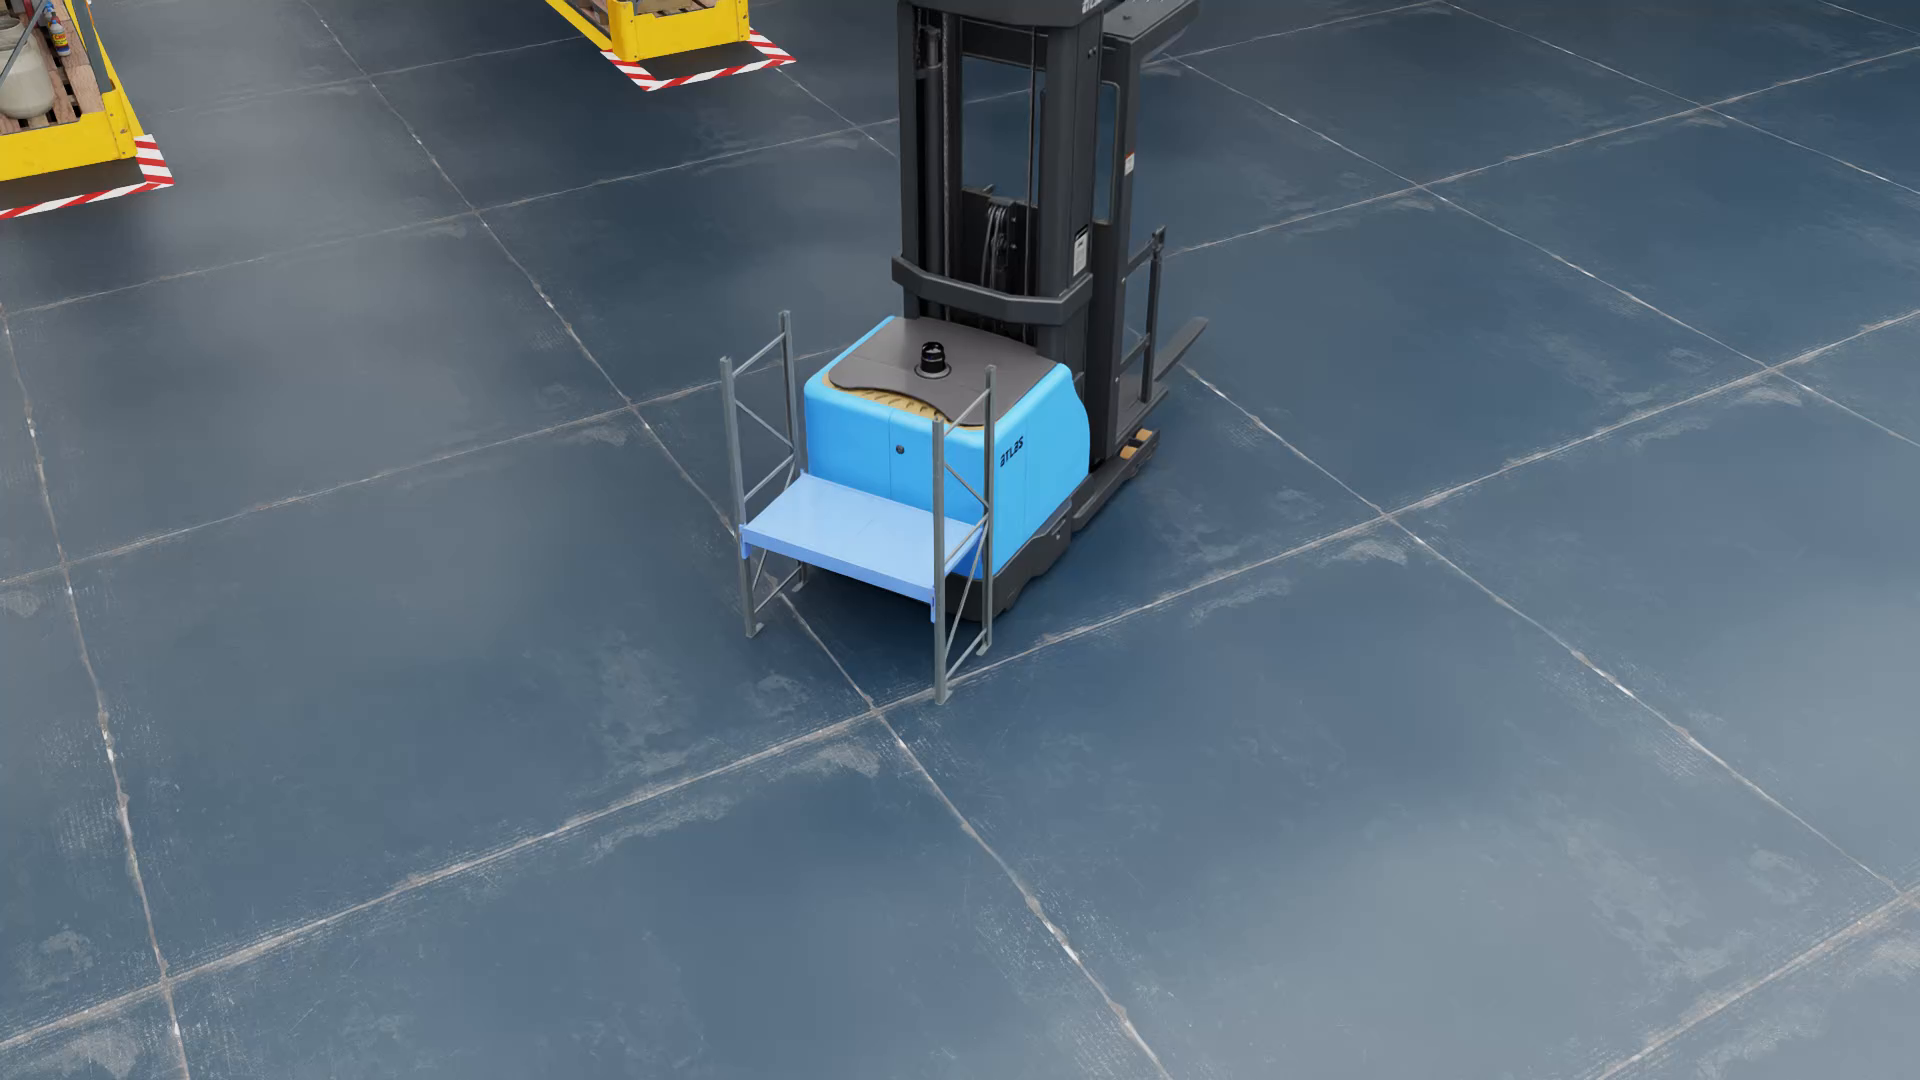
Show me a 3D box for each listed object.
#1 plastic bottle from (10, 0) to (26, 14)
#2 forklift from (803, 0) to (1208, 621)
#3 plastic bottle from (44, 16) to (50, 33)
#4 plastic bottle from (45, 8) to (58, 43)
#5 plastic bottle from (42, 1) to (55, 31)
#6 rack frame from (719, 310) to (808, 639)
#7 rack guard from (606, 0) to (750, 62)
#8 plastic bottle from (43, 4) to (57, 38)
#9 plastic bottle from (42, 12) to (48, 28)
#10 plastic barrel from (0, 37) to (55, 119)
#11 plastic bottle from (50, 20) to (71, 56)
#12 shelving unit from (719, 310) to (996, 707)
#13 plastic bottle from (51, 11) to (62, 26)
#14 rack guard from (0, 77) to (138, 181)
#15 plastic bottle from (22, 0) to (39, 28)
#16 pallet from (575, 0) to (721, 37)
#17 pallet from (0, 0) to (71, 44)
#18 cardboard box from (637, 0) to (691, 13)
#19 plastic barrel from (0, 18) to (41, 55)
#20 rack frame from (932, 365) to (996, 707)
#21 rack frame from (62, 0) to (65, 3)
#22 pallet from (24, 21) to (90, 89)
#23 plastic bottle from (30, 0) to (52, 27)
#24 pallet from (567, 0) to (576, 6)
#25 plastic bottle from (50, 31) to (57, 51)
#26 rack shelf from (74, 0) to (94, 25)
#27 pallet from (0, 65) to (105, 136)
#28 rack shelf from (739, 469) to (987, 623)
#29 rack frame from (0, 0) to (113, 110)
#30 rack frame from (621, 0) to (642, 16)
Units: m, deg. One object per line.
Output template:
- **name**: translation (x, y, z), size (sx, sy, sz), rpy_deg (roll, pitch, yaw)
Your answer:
- **plastic bottle**: translation (-8.091, -4.687, 14.288), size (0.152, 0.276, 0.135), rpy_deg (-19, 40, -24)
- **forklift**: translation (0.433, -1.647, 8.247), size (1.130, 2.935, 3.031), rpy_deg (19, 40, 24)
- **plastic bottle**: translation (-7.549, -4.308, 13.832), size (0.097, 0.201, 0.097), rpy_deg (0, 36, 0)
- **plastic bottle**: translation (-7.449, -4.235, 13.673), size (0.097, 0.271, 0.097), rpy_deg (0, 36, 0)
- **plastic bottle**: translation (-7.601, -4.389, 13.884), size (0.097, 0.271, 0.097), rpy_deg (0, 36, 0)
- **rack frame**: translation (-0.879, -0.274, 7.581), size (0.032, 1.500, 0.500), rpy_deg (17, 40, 22)
- **rack guard**: translation (-2.391, -4.464, 14.166), size (1.175, 0.500, 0.348), rpy_deg (-19, 40, -24)
- **plastic bottle**: translation (-7.499, -4.286, 13.743), size (0.097, 0.271, 0.097), rpy_deg (0, 36, 0)
- **plastic bottle**: translation (-7.652, -4.413, 13.976), size (0.097, 0.201, 0.097), rpy_deg (0, 36, 0)
- **plastic barrel**: translation (-7.032, -3.445, 12.405), size (0.421, 0.512, 0.421), rpy_deg (0, 36, 0)
- **plastic bottle**: translation (-7.277, -4.060, 13.433), size (0.097, 0.271, 0.097), rpy_deg (0, 36, 0)
- **shelving unit**: translation (-0.430, -0.133, 7.388), size (1.048, 1.500, 0.538), rpy_deg (17, 40, 22)
- **plastic bottle**: translation (-7.375, -4.186, 13.595), size (0.061, 0.283, 0.133), rpy_deg (-18, 40, -23)
- **rack guard**: translation (-6.714, -2.983, 12.137), size (1.175, 0.500, 0.348), rpy_deg (-19, 40, -24)
- **plastic bottle**: translation (-7.827, -4.466, 13.979), size (0.061, 0.283, 0.133), rpy_deg (-19, 40, -24)
- **pallet**: translation (-2.768, -4.772, 14.833), size (1.003, 0.211, 1.213), rpy_deg (-19, 40, -24)
- **pallet**: translation (-8.343, -4.526, 14.496), size (1.003, 0.211, 1.213), rpy_deg (-19, 40, -24)
- **cardboard box**: translation (-2.652, -4.919, 14.432), size (0.500, 0.500, 0.500), rpy_deg (-12, 38, -16)
- **plastic barrel**: translation (-7.284, -3.701, 12.755), size (0.421, 0.512, 0.421), rpy_deg (0, 36, 0)
- **rack frame**: translation (0.019, 0.007, 7.196), size (0.032, 1.500, 0.500), rpy_deg (17, 40, 22)
- **rack frame**: translation (-8.645, -6.007, 14.159), size (1.000, 3.000, 0.127), rpy_deg (-19, 40, -24)
- **pallet**: translation (-7.726, -3.903, 13.643), size (1.003, 0.211, 1.213), rpy_deg (-19, 40, -24)
- **plastic bottle**: translation (-7.735, -4.495, 14.025), size (0.152, 0.276, 0.135), rpy_deg (-18, 40, -23)
- **pallet**: translation (-3.377, -5.394, 15.684), size (1.003, 0.211, 1.213), rpy_deg (-19, 40, -24)
- **plastic bottle**: translation (-7.329, -4.085, 13.526), size (0.097, 0.201, 0.097), rpy_deg (0, 36, 0)
- **rack shelf**: translation (-7.640, -4.697, 12.975), size (1.077, 0.370, 4.000), rpy_deg (-19, 40, -24)
- **pallet**: translation (-7.118, -3.282, 12.792), size (1.003, 0.211, 1.213), rpy_deg (-19, 40, -24)
- **rack shelf**: translation (-0.430, 0.012, 7.494), size (1.000, 0.185, 0.538), rpy_deg (17, 40, 22)
- **rack frame**: translation (-6.635, -3.967, 11.366), size (1.000, 3.000, 0.127), rpy_deg (-19, 40, -24)
- **rack frame**: translation (-2.353, -5.435, 13.376), size (1.000, 3.000, 0.127), rpy_deg (-19, 40, -24)
